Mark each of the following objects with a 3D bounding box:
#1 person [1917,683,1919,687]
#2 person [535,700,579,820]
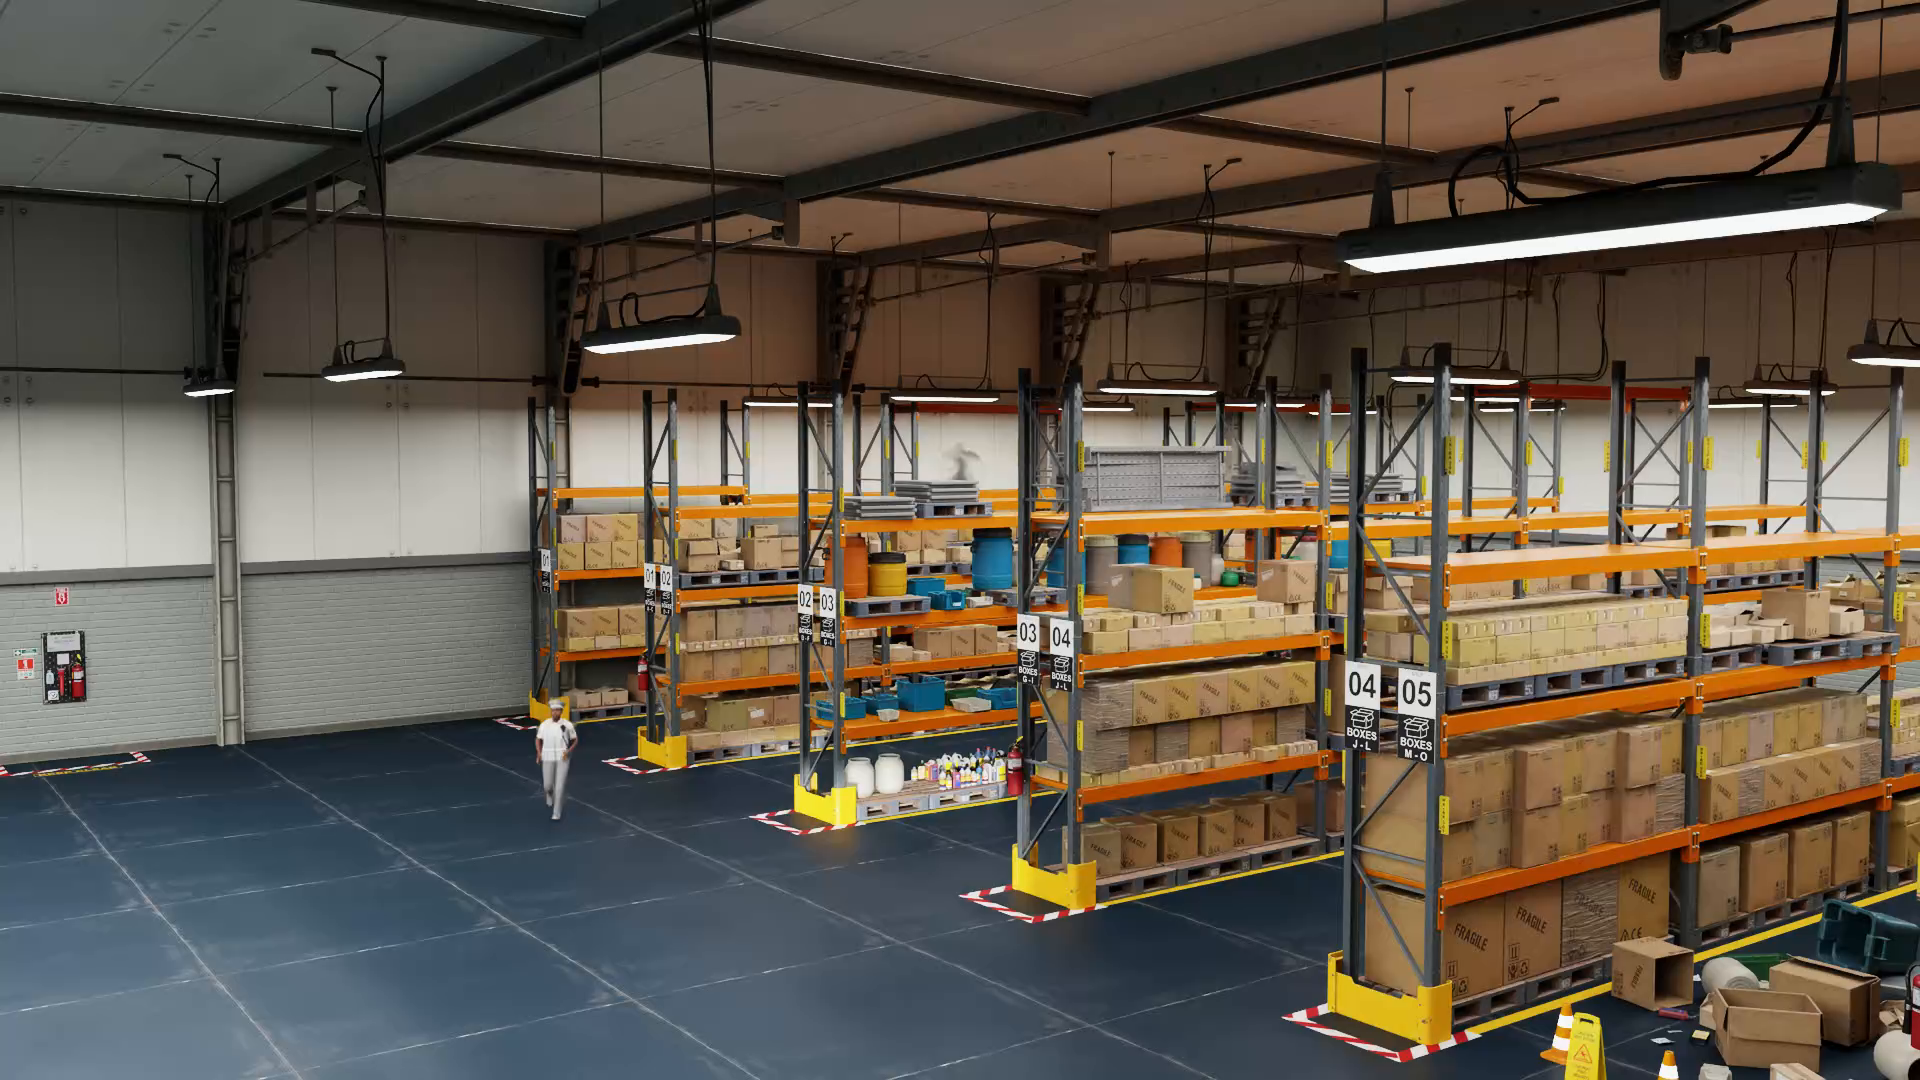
[{"bbox_3d":[14.206,2.906,24.445,0.933,1.664,0.616,-2,4,-31],"label":"person"},{"bbox_3d":[-5.527,2.999,22.789,0.589,1.646,0.551,0,3,-8],"label":"person"}]
